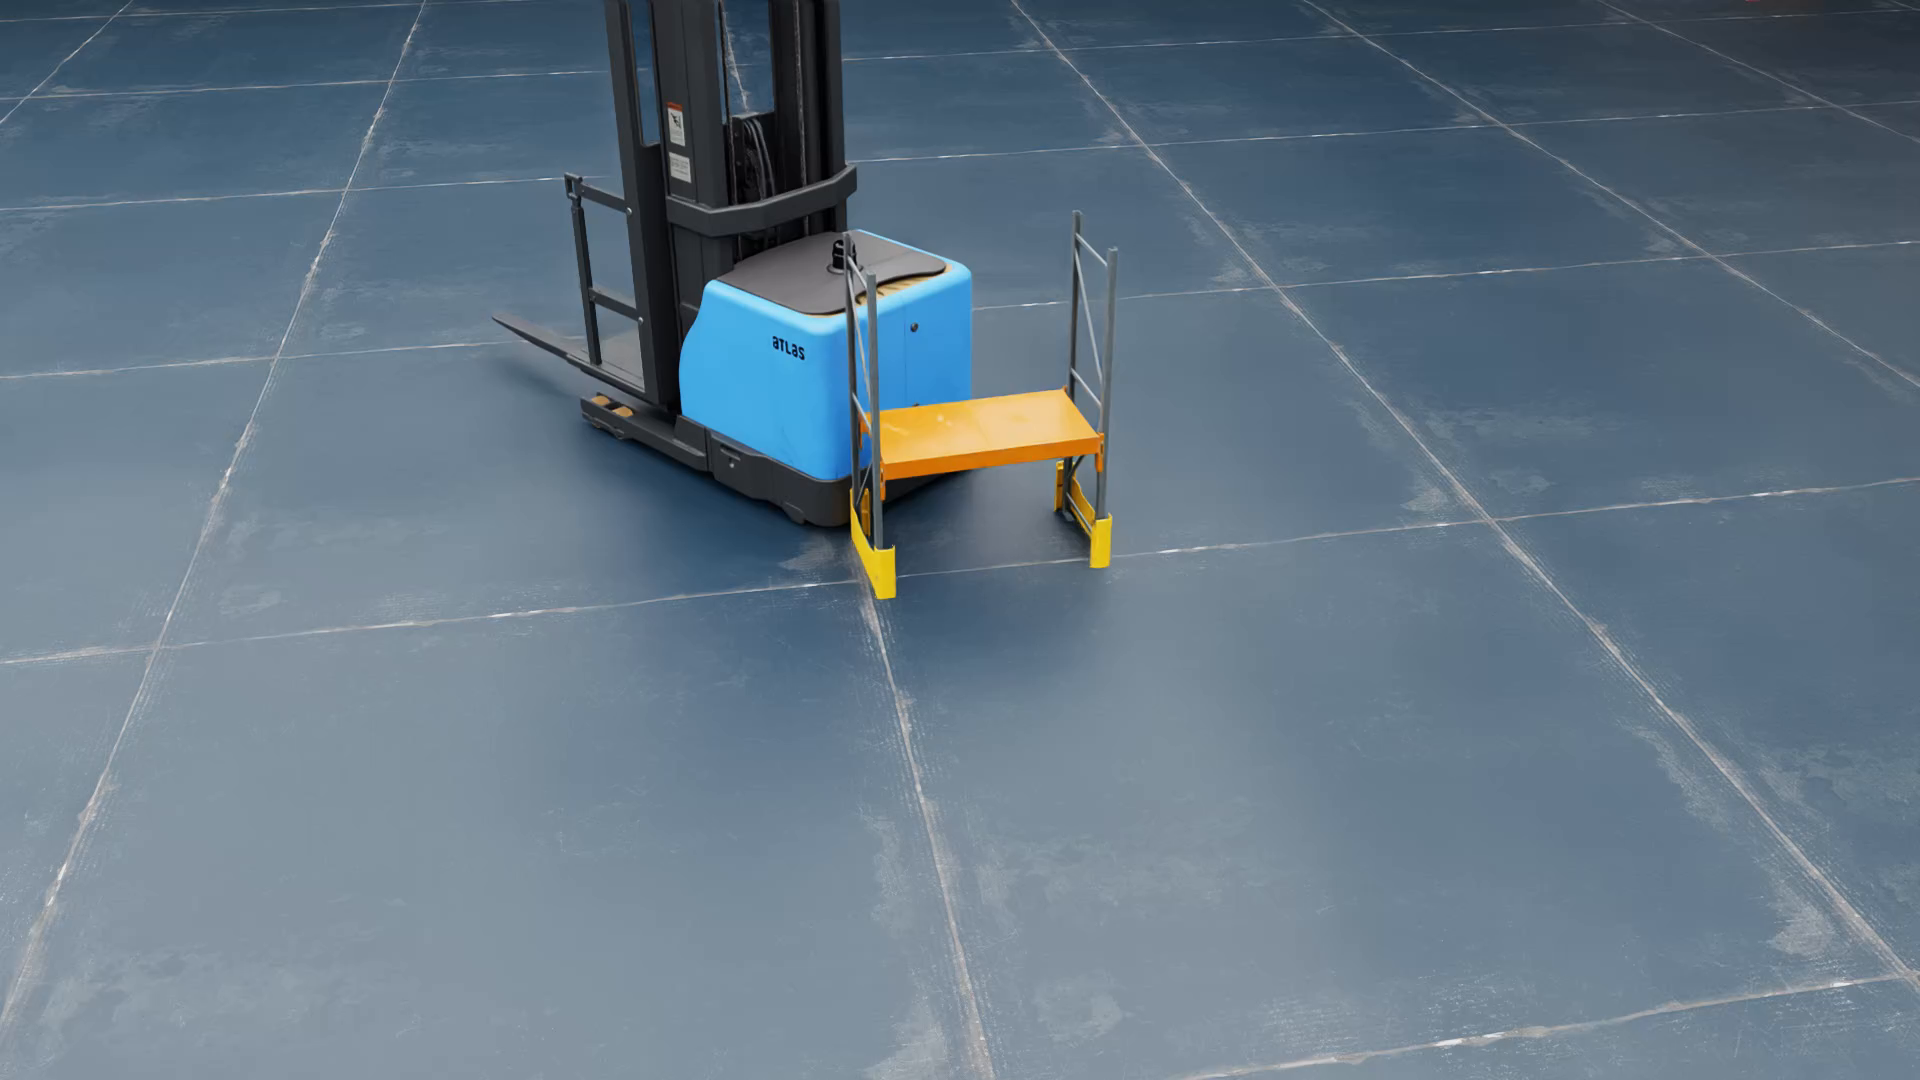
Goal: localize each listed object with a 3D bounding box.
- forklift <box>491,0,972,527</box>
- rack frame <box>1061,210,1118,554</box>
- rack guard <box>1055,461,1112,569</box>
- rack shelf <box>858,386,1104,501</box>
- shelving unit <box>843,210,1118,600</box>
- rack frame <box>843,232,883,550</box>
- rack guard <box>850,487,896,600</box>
[{"bbox_3d":[-1.349,-1.958,8.188,3.031,2.935,1.130,25,39,36],"label":"forklift"},{"bbox_3d":[0.568,-0.662,7.396,0.032,1.500,0.500,-8,31,-13],"label":"rack frame"},{"bbox_3d":[0.567,-0.123,7.713,0.087,0.250,0.587,-8,31,-13],"label":"rack guard"},{"bbox_3d":[0.077,-0.439,7.372,1.000,0.185,0.538,-8,31,-13],"label":"rack shelf"},{"bbox_3d":[0.086,-0.595,7.283,1.083,1.500,0.587,-8,31,-13],"label":"shelving unit"},{"bbox_3d":[-0.413,-0.526,7.165,0.032,1.500,0.500,-8,31,-13],"label":"rack frame"},{"bbox_3d":[-0.394,0.010,7.487,0.087,0.250,0.587,-8,31,-13],"label":"rack guard"}]
